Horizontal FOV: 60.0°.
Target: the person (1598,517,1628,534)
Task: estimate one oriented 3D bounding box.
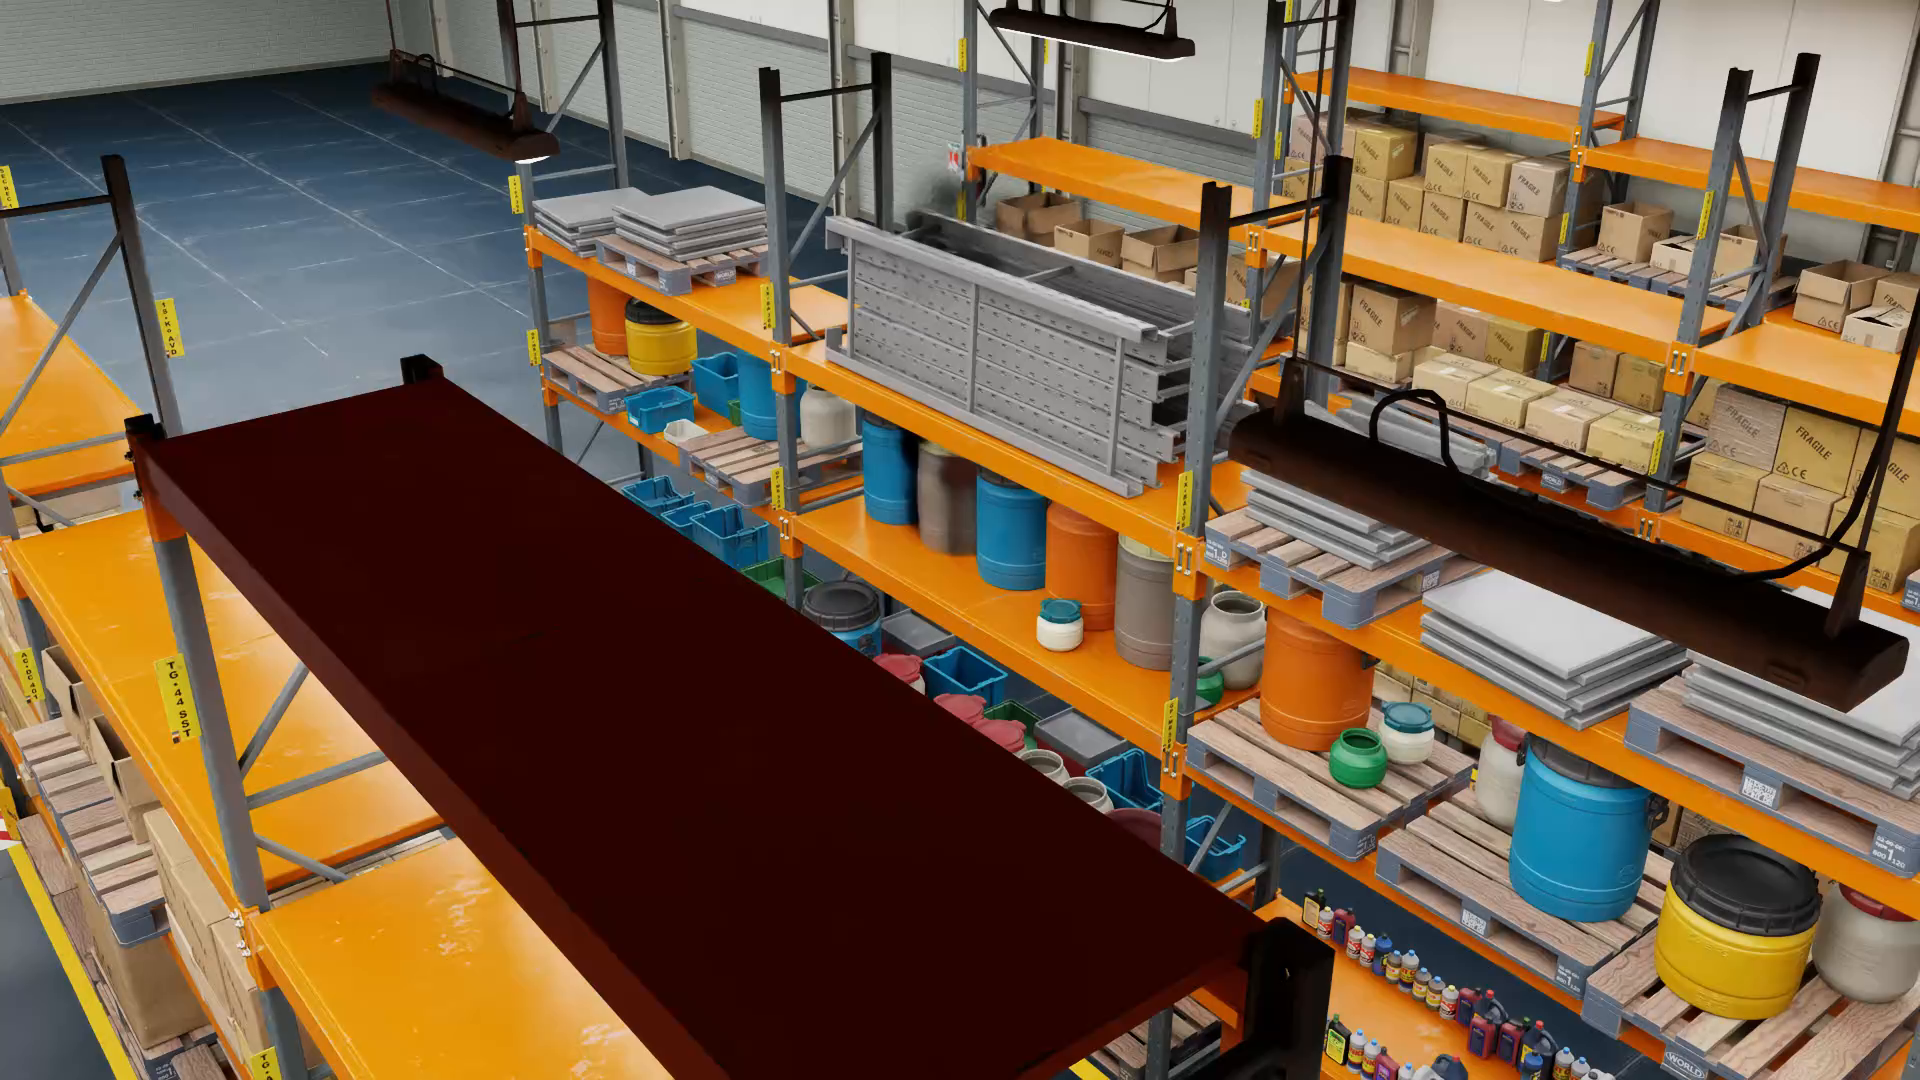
[{"bbox_3d":[5.870,0.518,15.227,0.712,1.713,0.865,-18,31,-32],"label":"person"}]
